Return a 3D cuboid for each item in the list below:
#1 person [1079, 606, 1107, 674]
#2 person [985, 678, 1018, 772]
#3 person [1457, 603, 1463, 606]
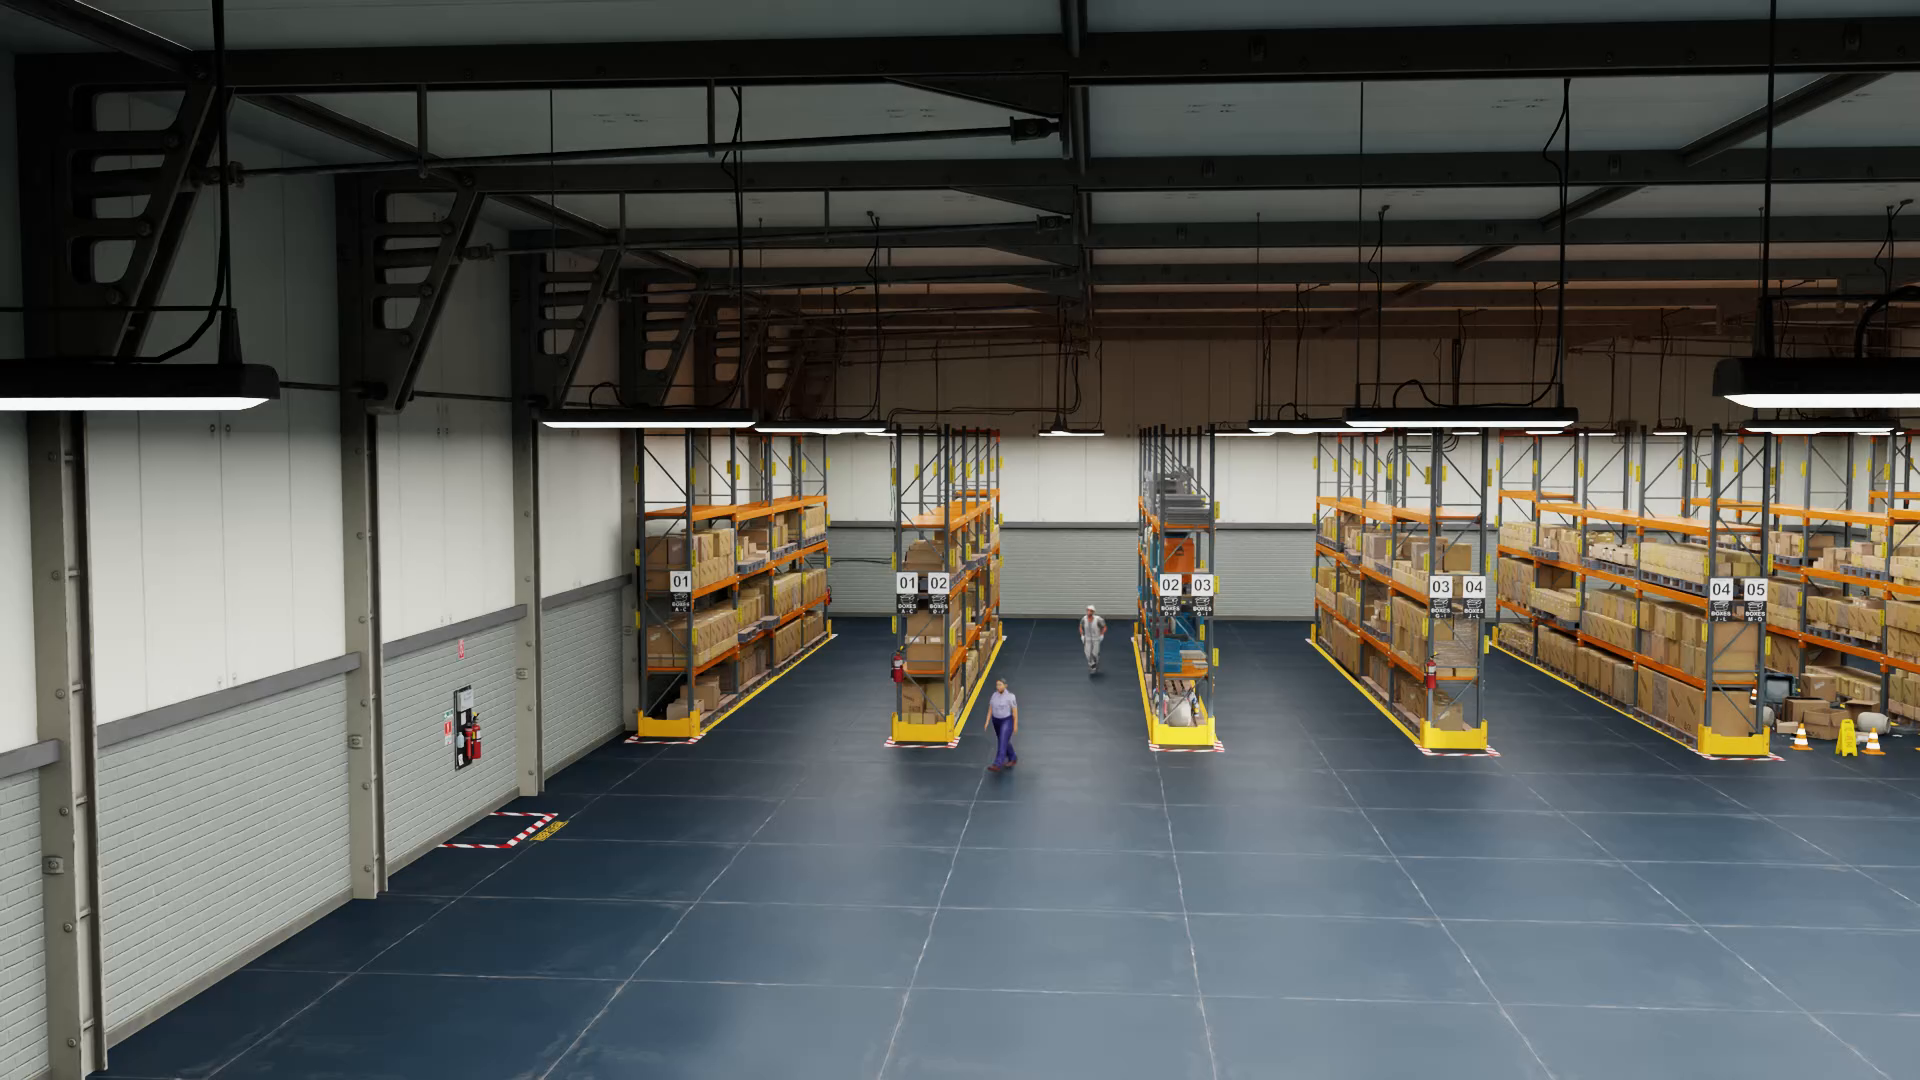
[{"bbox_3d":[3.239,2.423,40.432,0.699,1.692,0.579,1,4,13],"label":"person"},{"bbox_3d":[0.702,3.166,28.599,1.023,1.594,0.530,-3,5,-44],"label":"person"},{"bbox_3d":[14.476,1.922,47.962,0.668,1.727,1.121,2,4,29],"label":"person"}]
